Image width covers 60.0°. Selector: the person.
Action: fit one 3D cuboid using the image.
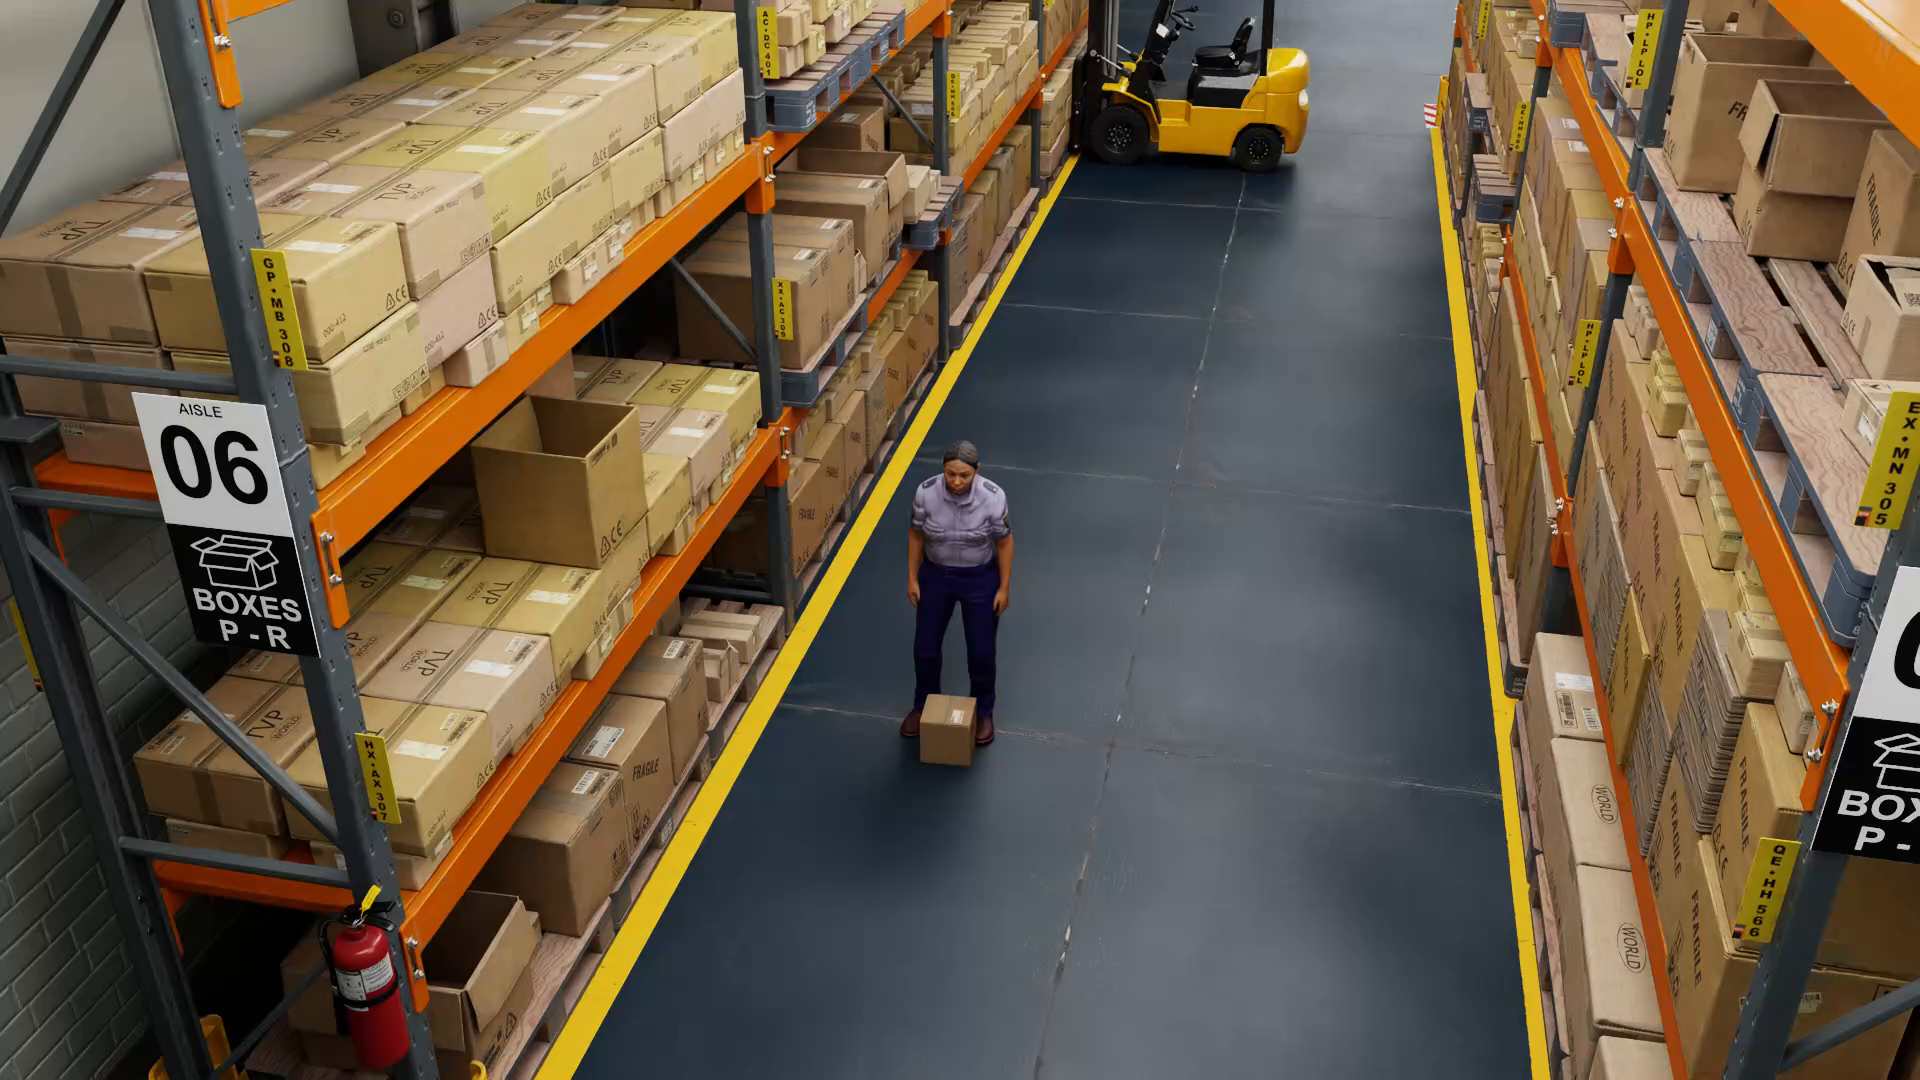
[{"bbox_3d":[-0.020,0.227,8.211,0.539,1.650,0.366,5,29,8],"label":"person"}]
